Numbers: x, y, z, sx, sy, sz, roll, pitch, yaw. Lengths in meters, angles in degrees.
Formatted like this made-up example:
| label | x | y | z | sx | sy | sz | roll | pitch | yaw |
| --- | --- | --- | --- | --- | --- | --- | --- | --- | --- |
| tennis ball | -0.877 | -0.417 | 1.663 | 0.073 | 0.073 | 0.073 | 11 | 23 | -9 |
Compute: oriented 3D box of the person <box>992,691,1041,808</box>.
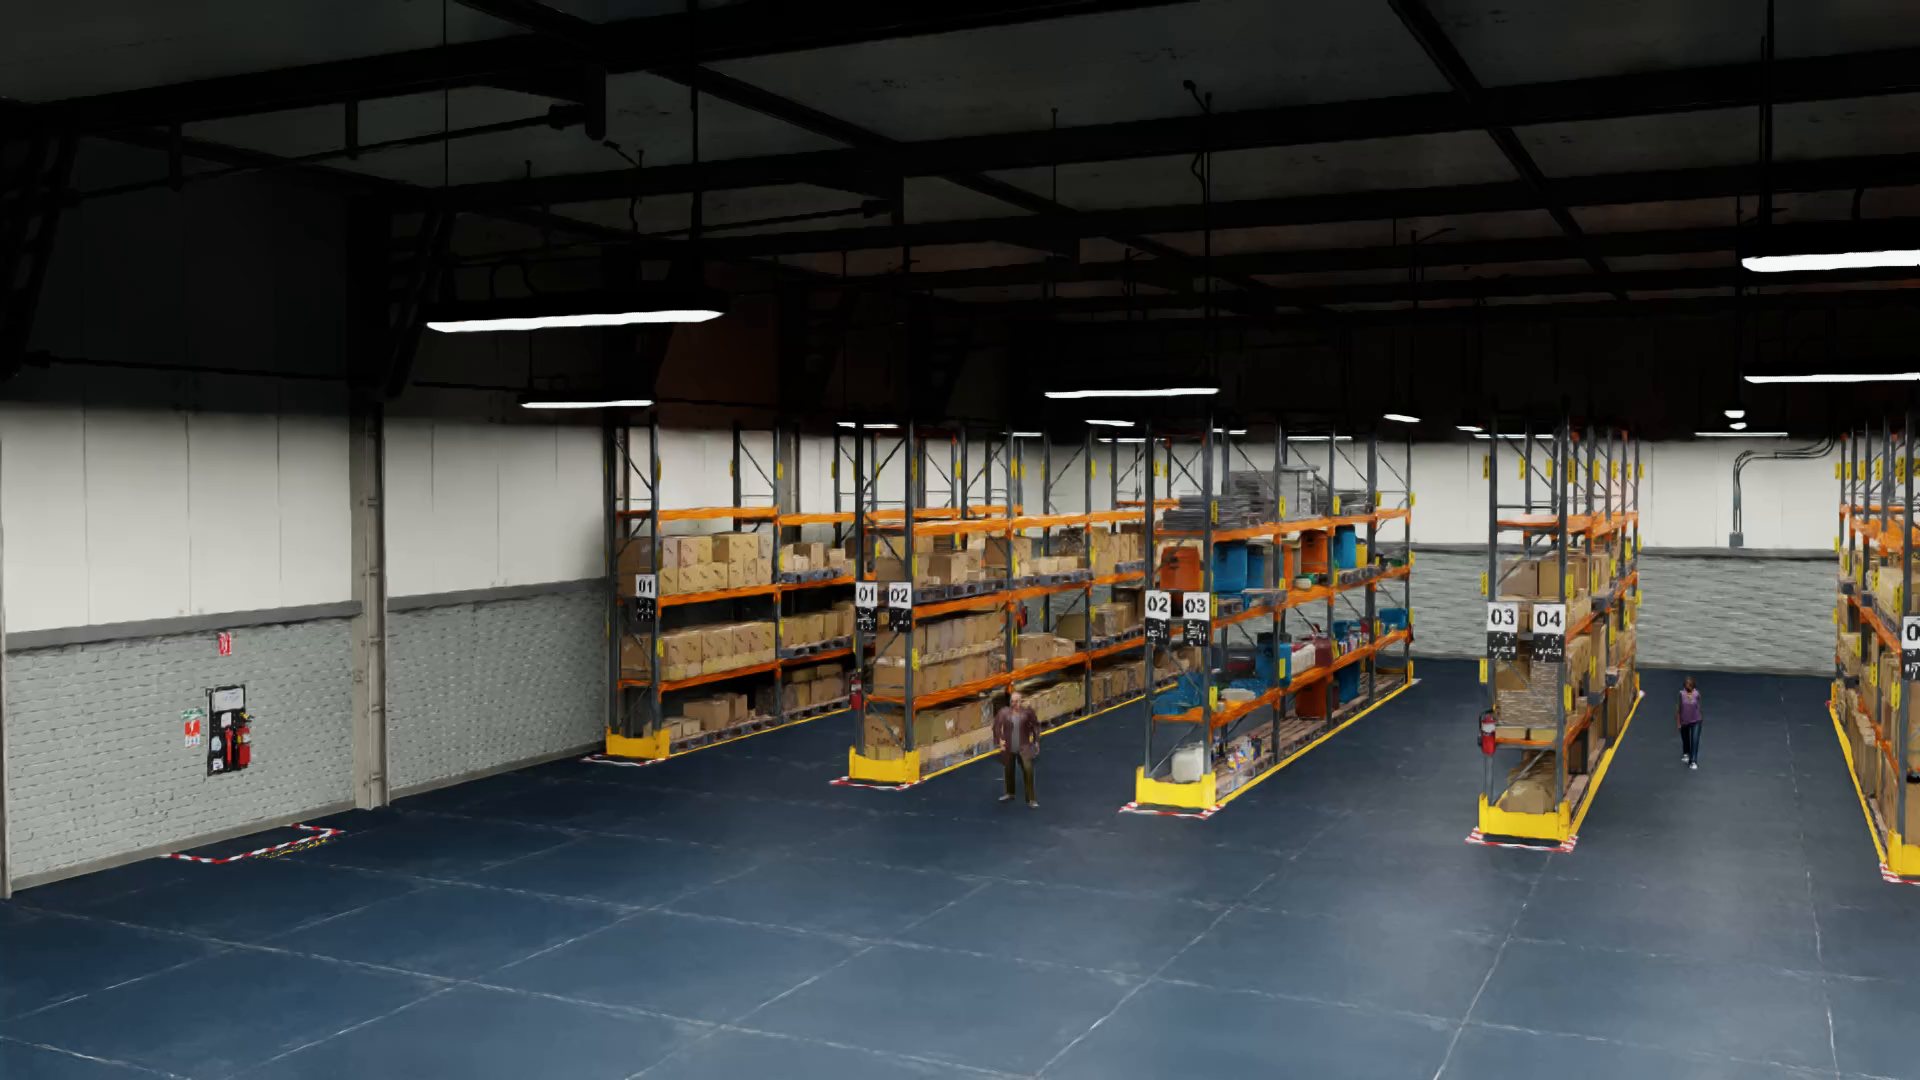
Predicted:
| label | x | y | z | sx | sy | sz | roll | pitch | yaw |
| --- | --- | --- | --- | --- | --- | --- | --- | --- | --- |
| person | 0.858 | 3.092 | 24.774 | 0.735 | 1.715 | 0.880 | 0 | 2 | 10 |

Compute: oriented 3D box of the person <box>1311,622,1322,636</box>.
| label | x | y | z | sx | sy | sz | roll | pitch | yaw |
| --- | --- | --- | --- | --- | --- | --- | --- | --- | --- |
| person | 7.965 | 2.638 | 37.077 | 0.958 | 1.618 | 0.485 | -2 | 3 | -41 |

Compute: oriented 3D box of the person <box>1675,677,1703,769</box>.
| label | x | y | z | sx | sy | sz | roll | pitch | yaw |
| --- | --- | --- | --- | --- | --- | --- | --- | --- | --- |
| person | 12.291 | 3.048 | 28.049 | 0.417 | 1.516 | 1.036 | 1 | 3 | 28 |
